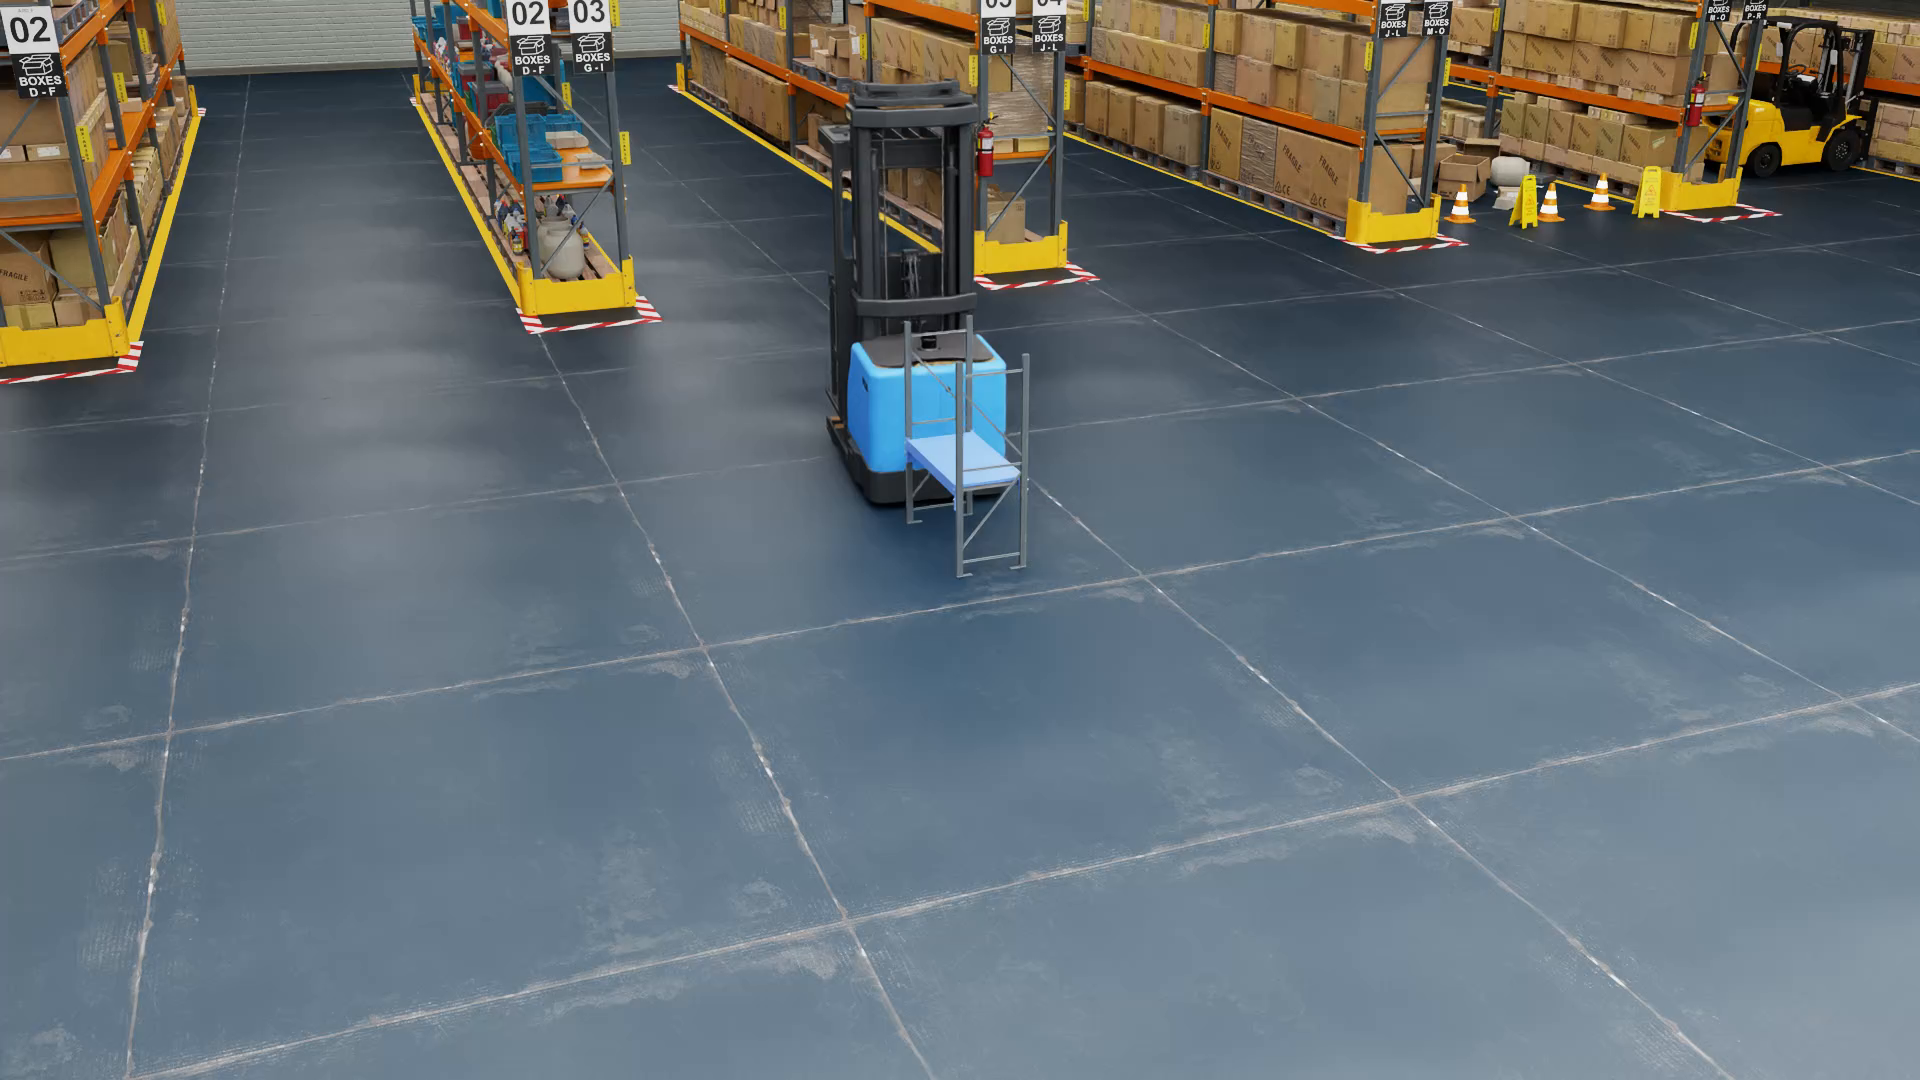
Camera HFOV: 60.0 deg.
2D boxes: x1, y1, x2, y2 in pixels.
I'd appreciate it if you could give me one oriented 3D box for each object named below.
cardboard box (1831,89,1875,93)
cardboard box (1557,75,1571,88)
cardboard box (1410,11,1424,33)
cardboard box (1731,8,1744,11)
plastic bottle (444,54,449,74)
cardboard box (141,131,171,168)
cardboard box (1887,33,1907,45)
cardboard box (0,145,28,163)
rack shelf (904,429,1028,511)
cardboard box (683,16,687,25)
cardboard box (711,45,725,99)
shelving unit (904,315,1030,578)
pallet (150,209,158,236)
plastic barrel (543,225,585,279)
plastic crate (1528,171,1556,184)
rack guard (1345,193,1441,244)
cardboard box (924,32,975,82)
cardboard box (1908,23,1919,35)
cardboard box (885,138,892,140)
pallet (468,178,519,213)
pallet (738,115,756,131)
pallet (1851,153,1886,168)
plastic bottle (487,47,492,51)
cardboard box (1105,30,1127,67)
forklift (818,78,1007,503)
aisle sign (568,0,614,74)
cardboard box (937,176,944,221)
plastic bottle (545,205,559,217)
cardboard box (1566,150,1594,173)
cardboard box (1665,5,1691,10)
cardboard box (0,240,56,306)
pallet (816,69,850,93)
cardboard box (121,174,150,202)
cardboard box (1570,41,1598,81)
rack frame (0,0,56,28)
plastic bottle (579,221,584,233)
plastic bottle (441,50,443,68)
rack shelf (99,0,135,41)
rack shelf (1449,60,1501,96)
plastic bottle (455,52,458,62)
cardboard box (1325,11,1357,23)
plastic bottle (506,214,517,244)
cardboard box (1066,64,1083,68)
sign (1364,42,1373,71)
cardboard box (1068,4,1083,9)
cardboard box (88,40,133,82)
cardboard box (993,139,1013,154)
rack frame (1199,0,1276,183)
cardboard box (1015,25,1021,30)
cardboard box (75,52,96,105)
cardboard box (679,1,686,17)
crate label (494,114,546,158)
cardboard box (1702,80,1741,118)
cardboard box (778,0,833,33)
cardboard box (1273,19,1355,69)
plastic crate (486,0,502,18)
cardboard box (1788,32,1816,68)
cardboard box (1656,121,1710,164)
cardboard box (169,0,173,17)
[{"bbox_3d":[13.887,-6.866,25.891,0.500,0.250,0.500,-8,24,-19],"label":"cardboard box"},{"bbox_3d":[8.785,-6.576,23.814,0.380,0.149,0.250,-8,24,-19],"label":"cardboard box"},{"bbox_3d":[7.614,-8.388,26.737,0.500,0.500,0.500,-9,25,-21],"label":"cardboard box"},{"bbox_3d":[13.007,-8.787,27.771,0.380,0.149,0.250,-9,24,-20],"label":"cardboard box"},{"bbox_3d":[-7.733,-7.181,25.075,0.061,0.283,0.133,-8,24,-19],"label":"plastic bottle"},{"bbox_3d":[-11.506,-5.497,23.583,0.500,0.500,0.500,-9,25,-21],"label":"cardboard box"},{"bbox_3d":[13.834,-7.352,24.367,0.380,0.149,0.250,-9,25,-21],"label":"cardboard box"},{"bbox_3d":[-8.909,-3.603,15.473,0.380,0.149,0.250,-9,24,-20],"label":"cardboard box"},{"bbox_3d":[0.030,-0.494,11.455,0.538,0.185,1.000,-8,24,-19],"label":"rack shelf"},{"bbox_3d":[-5.071,-9.934,31.781,0.380,0.149,0.250,-9,24,-20],"label":"cardboard box"},{"bbox_3d":[-4.042,-8.656,30.620,0.875,0.875,0.875,-8,24,-19],"label":"cardboard box"},{"bbox_3d":[0.030,-0.660,11.385,0.538,1.500,1.048,-8,24,-19],"label":"shelving unit"},{"bbox_3d":[-10.741,-4.020,21.017,1.003,0.211,1.213,-8,24,-19],"label":"pallet"},{"bbox_3d":[-4.265,-3.100,17.904,0.421,0.512,0.421,0,23,0],"label":"plastic barrel"},{"bbox_3d":[8.318,-5.288,24.194,0.402,0.080,0.583,-18,29,-37],"label":"plastic crate"},{"bbox_3d":[5.357,-3.987,20.565,1.175,0.500,0.348,-8,24,-19],"label":"rack guard"},{"bbox_3d":[-0.109,-5.676,19.556,0.500,0.500,0.500,-8,24,-19],"label":"cardboard box"},{"bbox_3d":[14.010,-7.406,24.113,0.380,0.149,0.250,-8,24,-19],"label":"cardboard box"},{"bbox_3d":[-1.088,-5.410,23.375,0.700,0.500,0.500,-8,24,-19],"label":"cardboard box"},{"bbox_3d":[-6.122,-4.716,22.668,1.003,0.211,1.213,-8,24,-19],"label":"pallet"},{"bbox_3d":[-3.223,-7.309,28.819,1.003,0.211,1.213,-8,24,-19],"label":"pallet"},{"bbox_3d":[13.850,-5.975,25.655,1.003,0.211,1.213,-8,24,-19],"label":"pallet"},{"bbox_3d":[-7.321,-7.579,26.029,0.152,0.276,0.135,-8,24,-19],"label":"plastic bottle"},{"bbox_3d":[2.611,-7.716,26.065,0.500,0.500,0.500,-9,24,-19],"label":"cardboard box"},{"bbox_3d":[-0.486,-2.163,13.108,1.130,2.935,3.031,-5,23,-12],"label":"forklift"},{"bbox_3d":[-3.661,-5.036,16.489,0.394,0.787,0.004,-8,24,-19],"label":"aisle sign"},{"bbox_3d":[0.021,-4.217,20.570,0.500,0.500,0.500,-6,24,-14],"label":"cardboard box"},{"bbox_3d":[-4.938,-3.931,20.155,0.152,0.276,0.135,-8,24,-19],"label":"plastic bottle"},{"bbox_3d":[9.041,-5.425,23.759,0.500,0.250,0.500,-9,25,-21],"label":"cardboard box"},{"bbox_3d":[12.200,-8.983,28.238,0.380,0.149,0.250,-9,24,-20],"label":"cardboard box"},{"bbox_3d":[-9.064,-2.572,16.023,0.500,0.500,0.500,-8,24,-19],"label":"cardboard box"},{"bbox_3d":[-1.416,-6.608,23.813,1.003,0.211,1.213,-8,24,-19],"label":"pallet"},{"bbox_3d":[-10.278,-4.339,20.459,0.500,0.311,0.500,-9,25,-21],"label":"cardboard box"},{"bbox_3d":[8.987,-6.757,23.408,0.500,0.500,0.500,-8,24,-18],"label":"cardboard box"},{"bbox_3d":[-8.596,-5.910,14.186,1.000,3.000,0.127,-8,24,-19],"label":"rack frame"},{"bbox_3d":[-4.372,-3.561,19.268,0.061,0.283,0.133,-8,24,-18],"label":"plastic bottle"},{"bbox_3d":[-7.968,-7.438,25.700,0.097,0.271,0.097,0,23,0],"label":"plastic bottle"},{"bbox_3d":[-10.716,-6.376,20.081,1.077,0.370,4.000,-8,24,-19],"label":"rack shelf"},{"bbox_3d":[7.824,-7.712,27.111,1.077,0.370,4.000,-8,24,-19],"label":"rack shelf"},{"bbox_3d":[-7.663,-7.268,25.281,0.061,0.283,0.133,-8,24,-19],"label":"plastic bottle"},{"bbox_3d":[6.709,-9.072,28.962,0.500,0.250,0.500,-8,24,-19],"label":"cardboard box"},{"bbox_3d":[-5.194,-3.618,19.317,0.144,0.351,0.185,-7,24,-17],"label":"plastic bottle"},{"bbox_3d":[2.164,-8.091,28.796,0.500,0.250,0.500,-8,24,-19],"label":"cardboard box"},{"bbox_3d":[4.836,-5.721,19.665,0.100,0.325,0.005,-8,24,-19],"label":"sign"},{"bbox_3d":[2.075,-9.078,28.442,0.380,0.149,0.250,-8,24,-17],"label":"cardboard box"},{"bbox_3d":[-11.750,-6.505,22.653,0.700,0.500,0.500,-18,29,-36],"label":"cardboard box"},{"bbox_3d":[0.379,-4.463,18.800,0.380,0.149,0.250,-8,24,-19],"label":"cardboard box"},{"bbox_3d":[3.936,-6.601,23.548,1.000,3.000,0.127,-8,24,-19],"label":"rack frame"},{"bbox_3d":[1.185,-9.004,29.033,0.380,0.149,0.250,-9,25,-21],"label":"cardboard box"},{"bbox_3d":[-9.667,-4.899,17.712,0.700,0.500,0.500,-8,24,-19],"label":"cardboard box"},{"bbox_3d":[-5.062,-10.174,31.836,0.500,0.250,0.500,-9,24,-20],"label":"cardboard box"},{"bbox_3d":[-4.864,-4.472,18.452,0.502,0.435,0.616,-8,24,-19],"label":"crate label"},{"bbox_3d":[12.978,-7.286,27.692,0.875,0.625,0.625,-7,24,-17],"label":"cardboard box"},{"bbox_3d":[-2.396,-8.186,25.891,0.797,0.503,0.637,-7,24,-17],"label":"cardboard box"},{"bbox_3d":[4.594,-6.438,21.579,0.875,0.550,0.500,-8,24,-19],"label":"cardboard box"},{"bbox_3d":[-4.916,-5.850,17.927,0.392,0.384,0.575,-8,24,-19],"label":"plastic crate"},{"bbox_3d":[13.285,-7.661,25.935,0.500,0.500,0.500,-8,24,-18],"label":"cardboard box"},{"bbox_3d":[9.909,-5.475,22.911,0.500,0.500,0.500,-9,25,-21],"label":"cardboard box"},{"bbox_3d":[-13.467,-8.971,27.756,0.500,0.500,0.500,-8,24,-18],"label":"cardboard box"}]
